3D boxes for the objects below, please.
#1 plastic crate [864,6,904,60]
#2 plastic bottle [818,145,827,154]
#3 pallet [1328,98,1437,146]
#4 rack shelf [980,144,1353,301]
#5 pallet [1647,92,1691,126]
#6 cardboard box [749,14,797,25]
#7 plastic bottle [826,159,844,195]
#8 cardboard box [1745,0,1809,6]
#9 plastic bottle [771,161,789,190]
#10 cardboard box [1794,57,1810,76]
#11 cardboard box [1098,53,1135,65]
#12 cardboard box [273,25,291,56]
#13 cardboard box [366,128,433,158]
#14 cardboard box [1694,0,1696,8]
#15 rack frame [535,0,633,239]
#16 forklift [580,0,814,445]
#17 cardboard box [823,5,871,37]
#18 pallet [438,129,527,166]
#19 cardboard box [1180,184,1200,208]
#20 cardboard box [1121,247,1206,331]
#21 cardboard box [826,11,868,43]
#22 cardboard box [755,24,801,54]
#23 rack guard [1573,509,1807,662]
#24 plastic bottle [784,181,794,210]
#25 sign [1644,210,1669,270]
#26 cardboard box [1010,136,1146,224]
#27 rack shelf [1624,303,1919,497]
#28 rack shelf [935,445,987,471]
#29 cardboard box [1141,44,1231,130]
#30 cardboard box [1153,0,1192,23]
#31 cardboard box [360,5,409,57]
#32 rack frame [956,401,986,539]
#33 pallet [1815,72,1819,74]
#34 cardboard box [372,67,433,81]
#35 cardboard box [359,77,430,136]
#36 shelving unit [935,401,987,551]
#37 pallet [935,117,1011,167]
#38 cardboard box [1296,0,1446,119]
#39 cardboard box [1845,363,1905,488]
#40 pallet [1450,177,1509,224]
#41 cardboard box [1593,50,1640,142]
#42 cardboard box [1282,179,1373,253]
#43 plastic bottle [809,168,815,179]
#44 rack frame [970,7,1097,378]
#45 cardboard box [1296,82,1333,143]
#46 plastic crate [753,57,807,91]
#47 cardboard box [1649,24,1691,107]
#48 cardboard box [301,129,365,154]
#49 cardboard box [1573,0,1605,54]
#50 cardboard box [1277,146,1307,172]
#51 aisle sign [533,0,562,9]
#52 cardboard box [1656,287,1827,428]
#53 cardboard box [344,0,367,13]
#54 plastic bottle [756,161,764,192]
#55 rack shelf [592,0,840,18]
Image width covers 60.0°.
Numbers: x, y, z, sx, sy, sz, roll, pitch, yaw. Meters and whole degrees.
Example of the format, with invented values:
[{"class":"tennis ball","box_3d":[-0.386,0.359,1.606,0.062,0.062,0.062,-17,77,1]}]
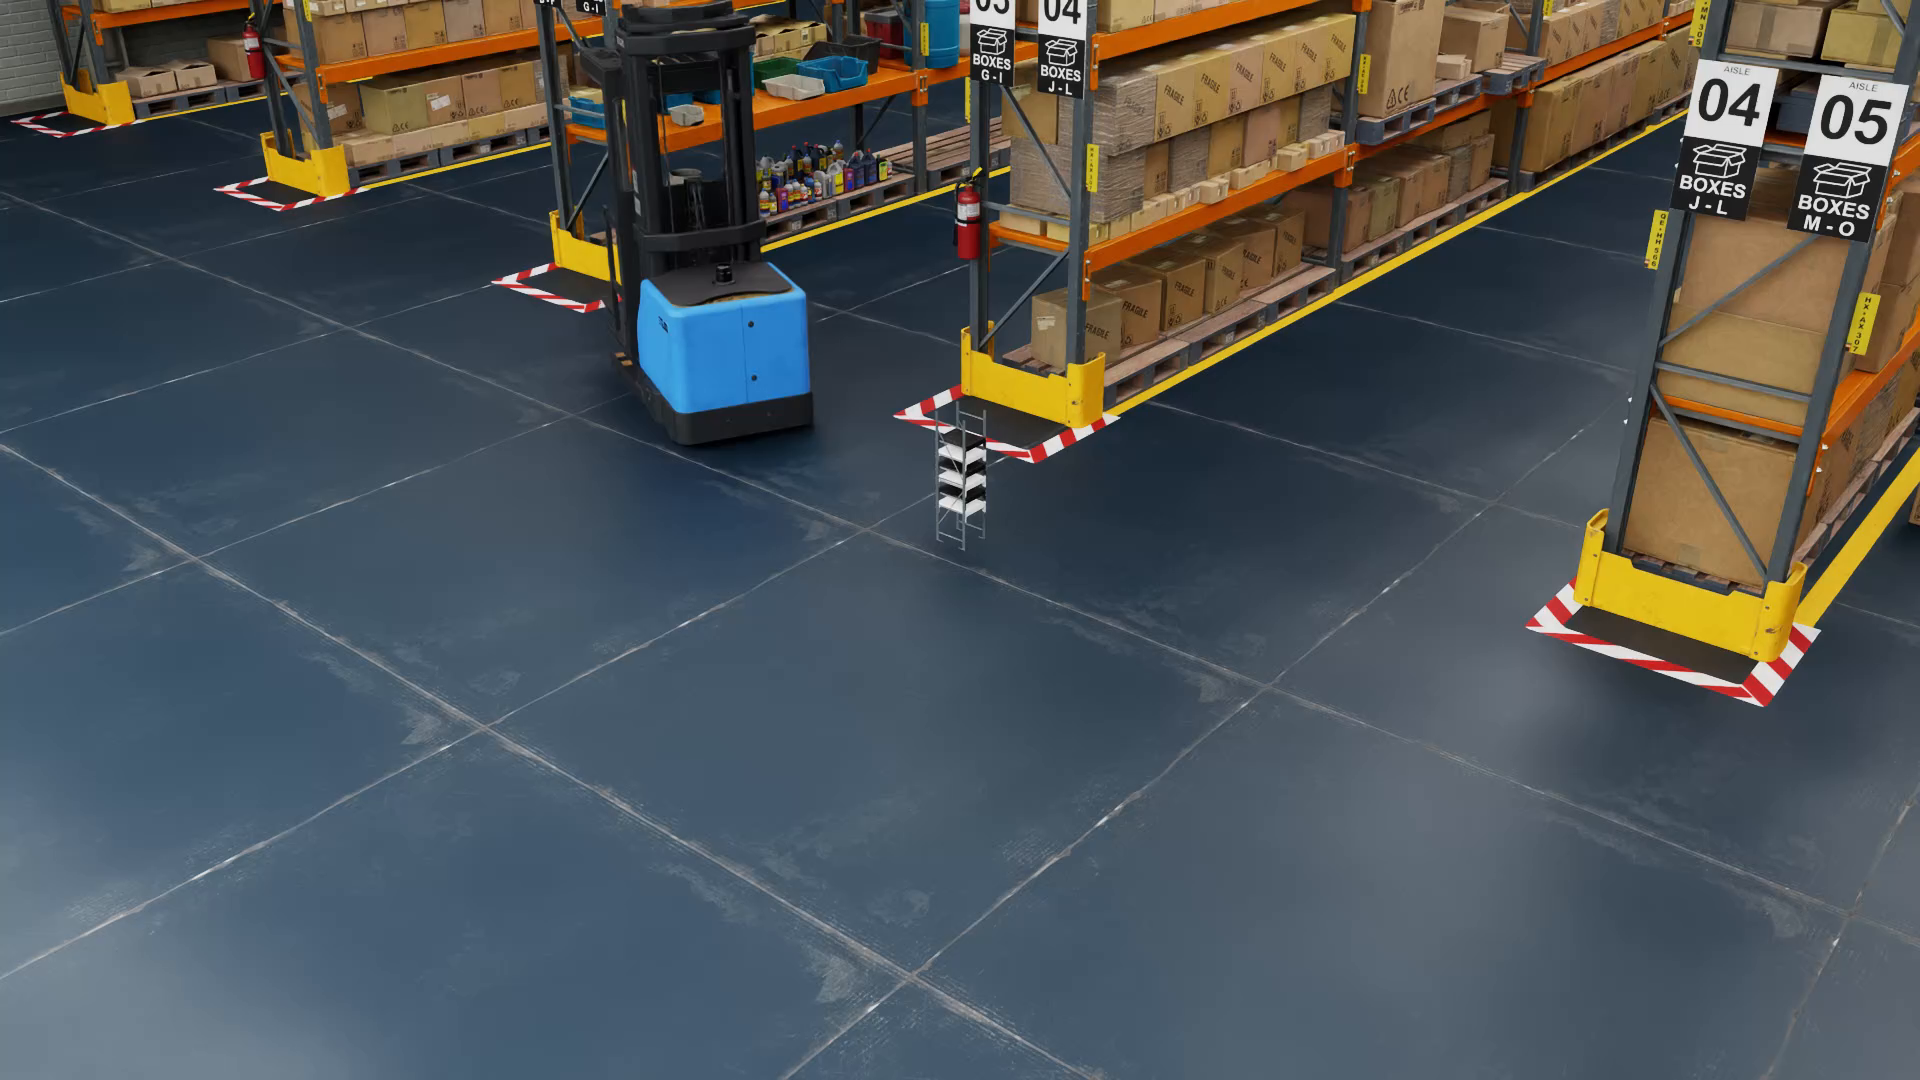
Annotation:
[{"class":"plastic crate","box_3d":[-0.711,-5.508,18.063,0.402,0.464,0.583,21,34,34]},{"class":"plastic bottle","box_3d":[-1.508,-4.097,17.890,0.152,0.276,0.135,22,35,36]},{"class":"pallet","box_3d":[3.638,-3.914,15.260,1.003,0.211,1.213,21,34,34]},{"class":"rack shelf","box_3d":[1.767,-2.742,13.569,1.077,0.370,4.000,21,34,34]},{"class":"pallet","box_3d":[8.672,-5.615,21.375,1.003,0.211,1.213,21,34,34]},{"class":"cardboard box","box_3d":[-2.618,-7.200,23.329,0.500,0.311,0.500,22,35,36]},{"class":"plastic bottle","box_3d":[-1.297,-3.742,17.123,0.144,0.351,0.185,21,34,34]},{"class":"cardboard box","box_3d":[4.210,-2.892,8.650,0.380,0.149,0.250,21,34,35]},{"class":"plastic bottle","box_3d":[-1.876,-3.787,17.292,0.152,0.276,0.135,21,34,34]},{"class":"cardboard box","box_3d":[4.369,-2.625,9.002,0.380,0.149,0.250,21,34,35]},{"class":"cardboard box","box_3d":[0.968,-3.419,12.575,0.500,0.500,0.500,21,34,34]},{"class":"cardboard box","box_3d":[-9.057,-6.819,22.909,0.500,0.500,0.500,18,32,31]},{"class":"cardboard box","box_3d":[-6.319,-4.518,18.754,0.500,0.250,0.500,21,34,34]},{"class":"cardboard box","box_3d":[9.073,-6.784,20.872,0.380,0.149,0.250,20,33,33]},{"class":"rack frame","box_3d":[-3.327,-3.800,14.831,1.000,3.000,0.127,21,34,34]},{"class":"forklift","box_3d":[-2.152,-2.636,12.655,1.130,2.935,3.031,-12,30,-22]},{"class":"cardboard box","box_3d":[-1.644,-7.571,24.362,0.500,0.500,0.500,22,35,36]},{"class":"pallet","box_3d":[-5.916,-4.725,19.653,1.003,0.211,1.213,21,34,34]},{"class":"cardboard box","box_3d":[1.650,-2.718,13.012,0.380,0.149,0.250,21,34,34]},{"class":"cardboard box","box_3d":[1.672,-2.084,13.777,0.500,0.500,0.500,25,36,39]},{"class":"cardboard box","box_3d":[-1.548,-7.249,23.739,0.500,0.500,0.500,22,35,36]},{"class":"cardboard box","box_3d":[-2.527,-6.856,22.664,0.500,0.311,0.500,20,34,34]},{"class":"rack guard","box_3d":[4.243,0.252,9.720,1.175,0.500,0.348,21,34,34]},{"class":"plastic bottle","box_3d":[-1.715,-3.457,16.659,0.097,0.271,0.097,0,27,0]},{"class":"sign","box_3d":[3.848,-1.650,9.157,0.100,0.325,0.005,21,34,34]},{"class":"cardboard box","box_3d":[0.866,-2.716,12.303,0.875,0.500,0.500,21,34,34]},{"class":"rack shelf","box_3d":[5.530,-1.257,10.698,1.077,0.370,4.000,21,34,34]},{"class":"rack shelf","box_3d":[0.005,-0.533,10.481,0.258,0.077,0.200,21,34,34]},{"class":"cardboard box","box_3d":[1.695,-3.442,12.617,0.500,0.500,0.500,21,34,34]},{"class":"cardboard box","box_3d":[1.324,-3.898,11.920,0.500,0.250,0.500,20,33,33]},{"class":"cardboard box","box_3d":[-6.510,-5.643,18.285,0.700,0.500,0.500,22,34,36]},{"class":"rack frame","box_3d":[0.070,-0.439,10.618,0.240,0.900,0.006,21,34,34]},{"class":"pallet","box_3d":[5.497,-2.861,9.847,1.003,0.211,1.213,21,34,34]},{"class":"cardboard box","box_3d":[-6.411,-5.183,19.225,0.500,0.500,0.500,21,34,34]},{"class":"cardboard box","box_3d":[-6.317,-4.850,18.581,0.500,0.500,0.500,21,34,34]},{"class":"shelving unit","box_3d":[0.005,-0.403,10.549,0.258,0.900,0.210,21,34,34]},{"class":"pallet","box_3d":[0.463,-4.704,19.614,1.003,0.211,1.213,21,34,34]},{"class":"cardboard box","box_3d":[3.653,-4.465,15.006,1.000,1.000,1.000,21,34,35]},{"class":"cardboard box","box_3d":[5.778,-1.005,11.283,0.875,0.875,0.875,21,34,35]},{"class":"pallet","box_3d":[5.085,-3.674,17.622,1.003,0.211,1.213,21,34,34]},{"class":"cardboard box","box_3d":[7.168,-5.300,19.586,1.225,0.875,0.875,19,33,33]},{"class":"cardboard box","box_3d":[3.446,-3.067,15.657,0.700,0.500,0.500,18,32,31]},{"class":"plastic bottle","box_3d":[-1.486,-3.687,17.089,0.061,0.283,0.133,21,34,34]},{"class":"rack frame","box_3d":[0.495,-2.353,12.033,1.000,3.000,0.127,21,34,34]},{"class":"cardboard box","box_3d":[2.705,-3.806,14.410,0.875,0.500,0.500,21,34,34]},{"class":"plastic crate","box_3d":[-1.864,-4.725,16.851,0.450,0.188,0.662,21,34,34]},{"class":"cardboard box","box_3d":[8.609,-6.061,21.056,0.875,0.875,0.875,21,34,34]},{"class":"cardboard box","box_3d":[-7.034,-4.491,18.702,0.500,0.250,0.500,21,34,34]},{"class":"cardboard box","box_3d":[6.752,-5.692,18.380,0.500,0.500,0.500,20,33,34]},{"class":"cardboard box","box_3d":[2.685,-3.219,13.981,0.380,0.149,0.250,21,34,34]},{"class":"aisle sign","box_3d":[-3.602,-5.016,14.353,0.394,0.787,0.004,21,34,34]},{"class":"cardboard box","box_3d":[4.459,-1.079,9.407,0.875,0.550,0.550,21,34,34]},{"class":"cardboard box","box_3d":[-6.565,-5.752,17.790,0.380,0.149,0.250,20,33,33]},{"class":"plastic bottle","box_3d":[-2.125,-3.789,17.213,0.144,0.351,0.185,22,35,36]},{"class":"rack shelf","box_3d":[-3.330,-7.057,21.910,1.077,0.370,4.000,21,34,34]}]
